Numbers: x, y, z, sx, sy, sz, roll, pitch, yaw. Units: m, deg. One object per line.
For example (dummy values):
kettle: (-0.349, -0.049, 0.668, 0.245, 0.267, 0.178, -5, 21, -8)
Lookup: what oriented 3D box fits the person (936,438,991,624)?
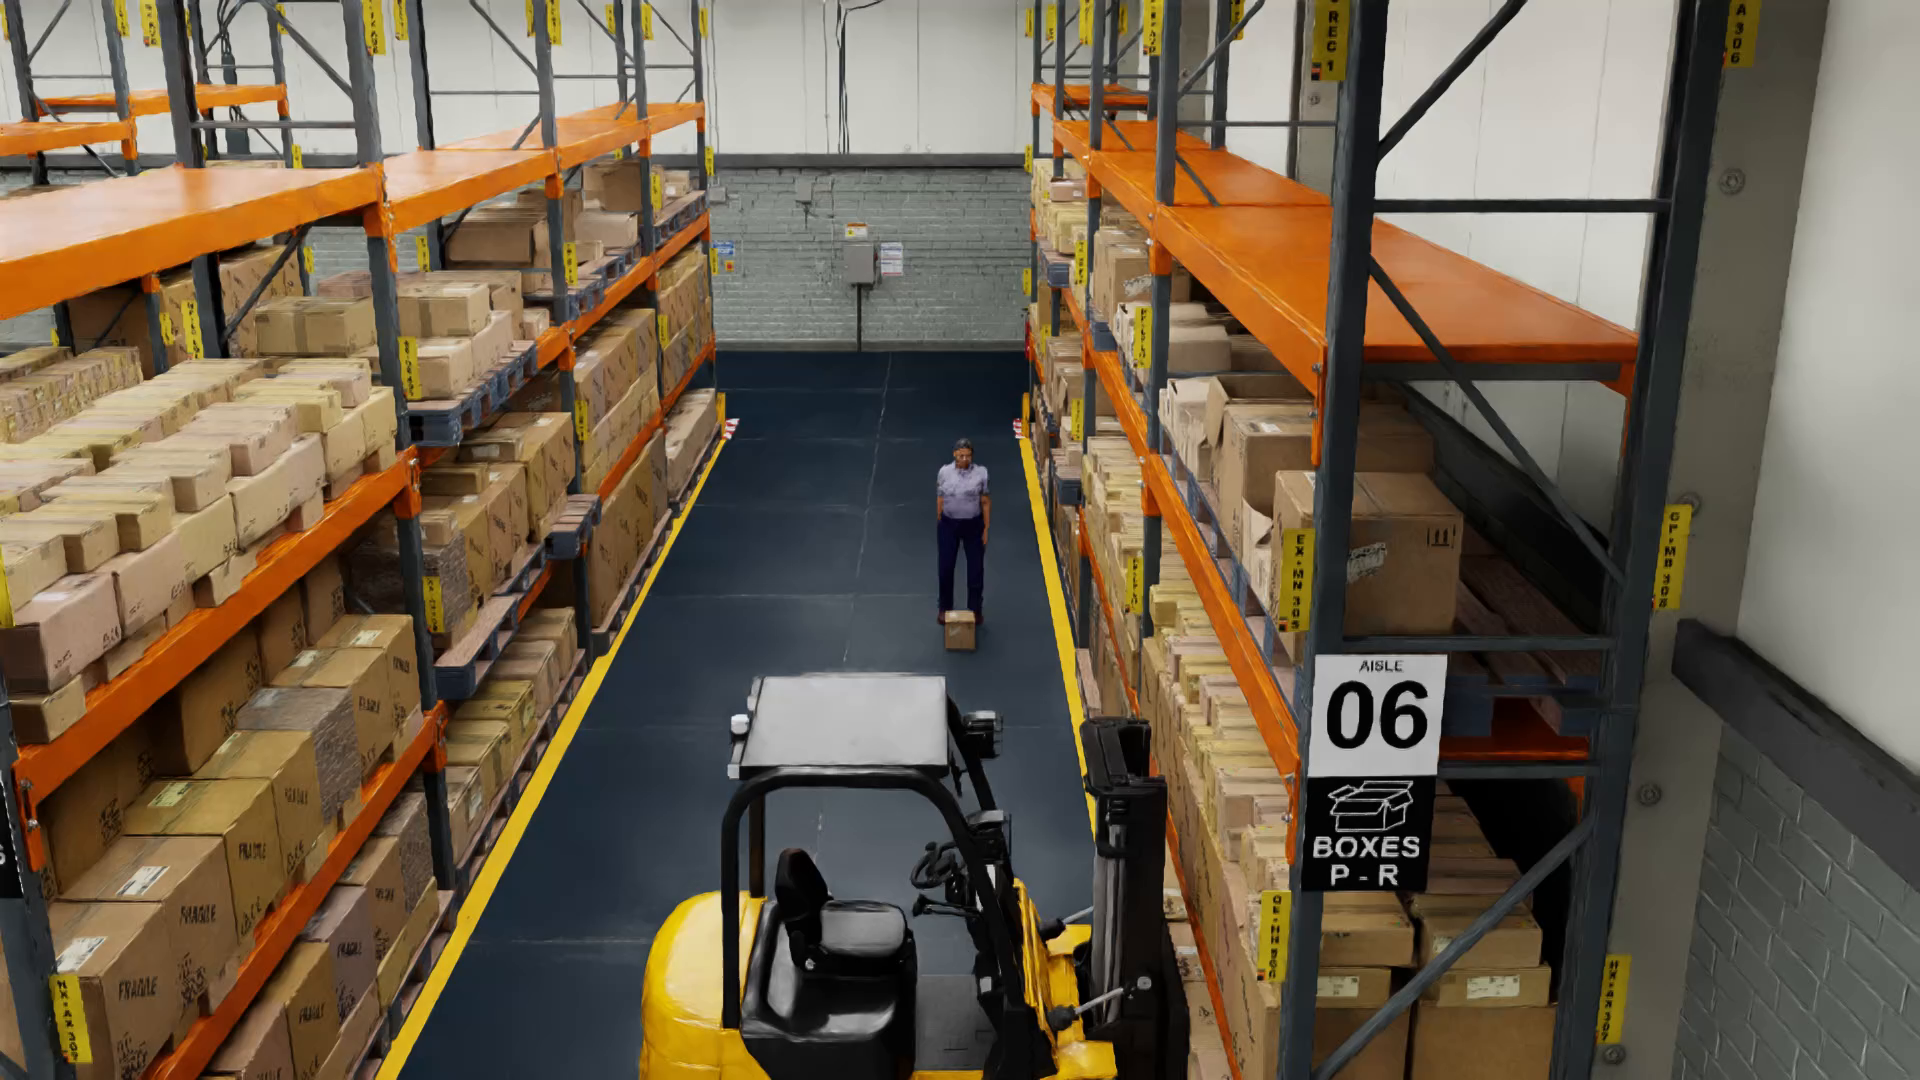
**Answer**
person: (0.031, -0.083, 14.361, 0.471, 1.641, 0.341, 0, 17, 0)
